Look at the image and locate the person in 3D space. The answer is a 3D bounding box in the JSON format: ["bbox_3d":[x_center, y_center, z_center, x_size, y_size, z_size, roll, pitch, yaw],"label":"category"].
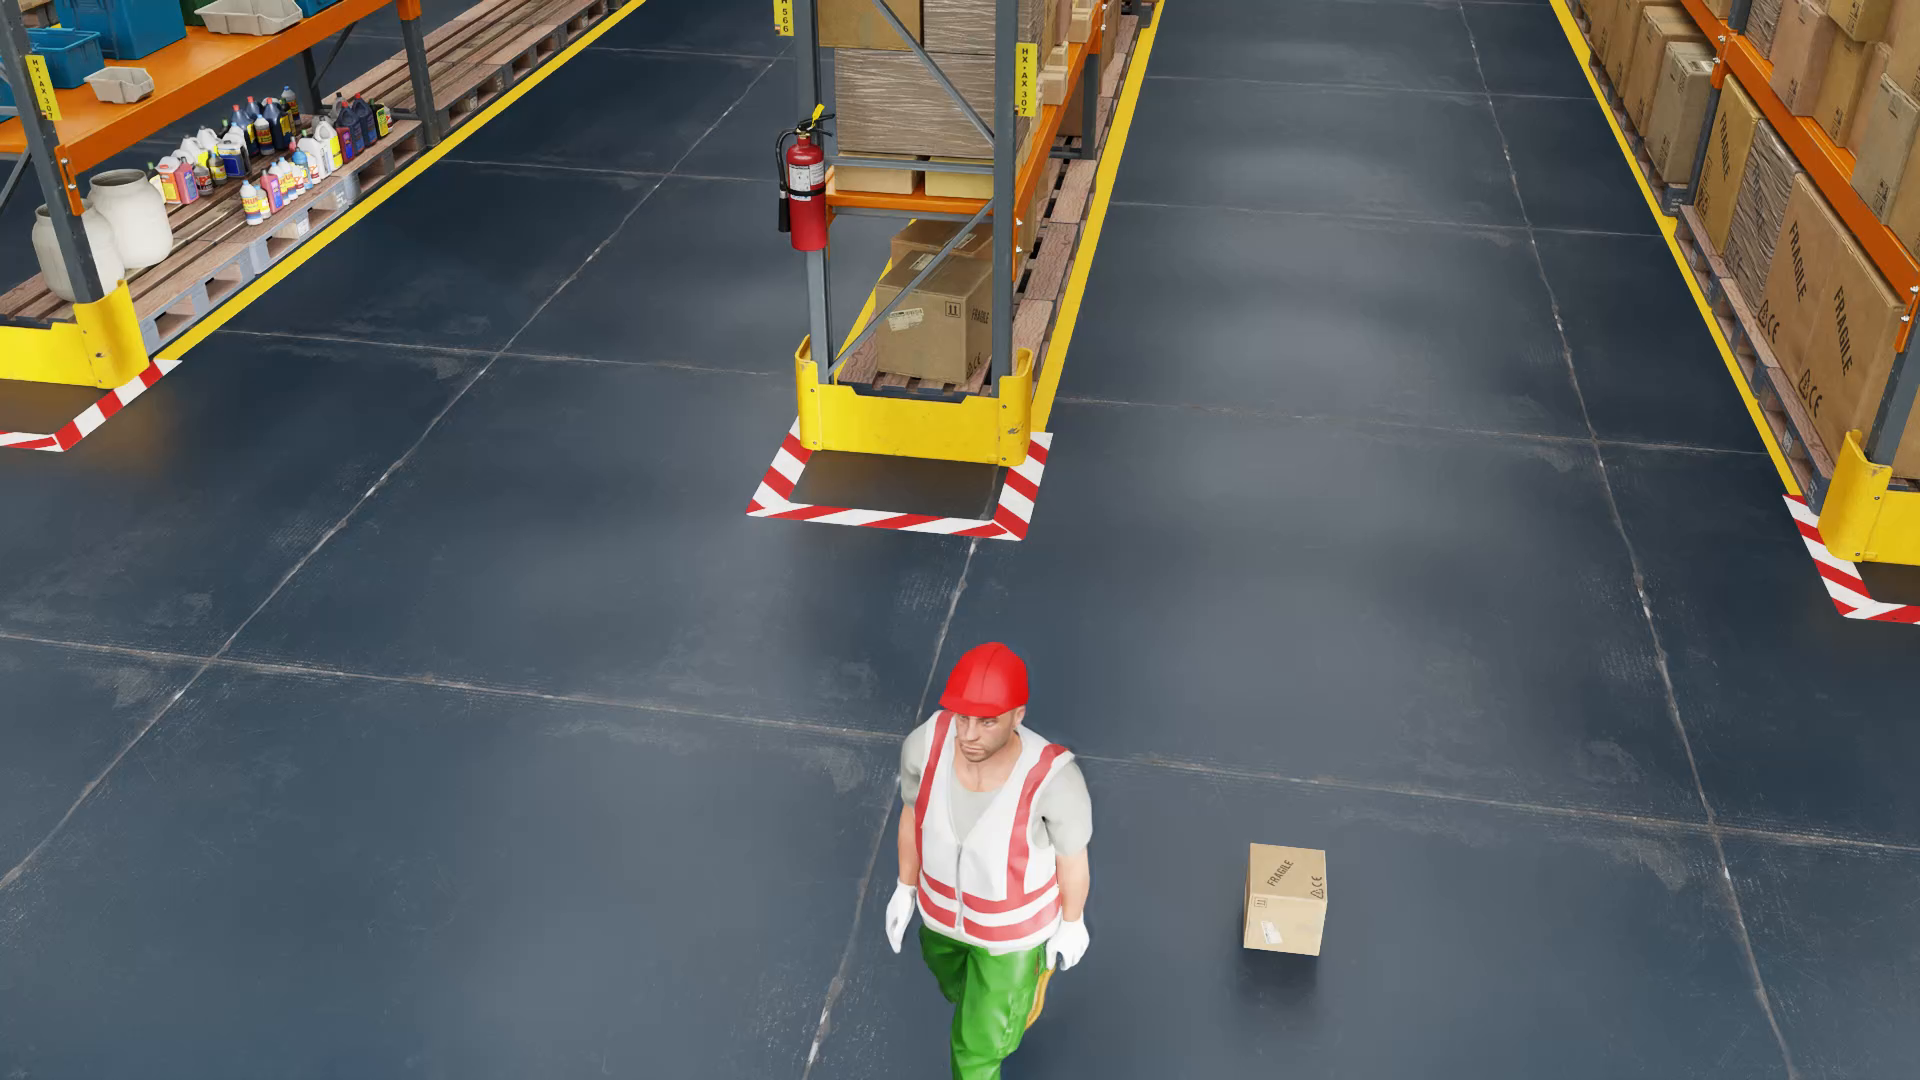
[{"bbox_3d":[0.088,0.985,4.549,0.533,1.758,0.990,18,36,26],"label":"person"}]
